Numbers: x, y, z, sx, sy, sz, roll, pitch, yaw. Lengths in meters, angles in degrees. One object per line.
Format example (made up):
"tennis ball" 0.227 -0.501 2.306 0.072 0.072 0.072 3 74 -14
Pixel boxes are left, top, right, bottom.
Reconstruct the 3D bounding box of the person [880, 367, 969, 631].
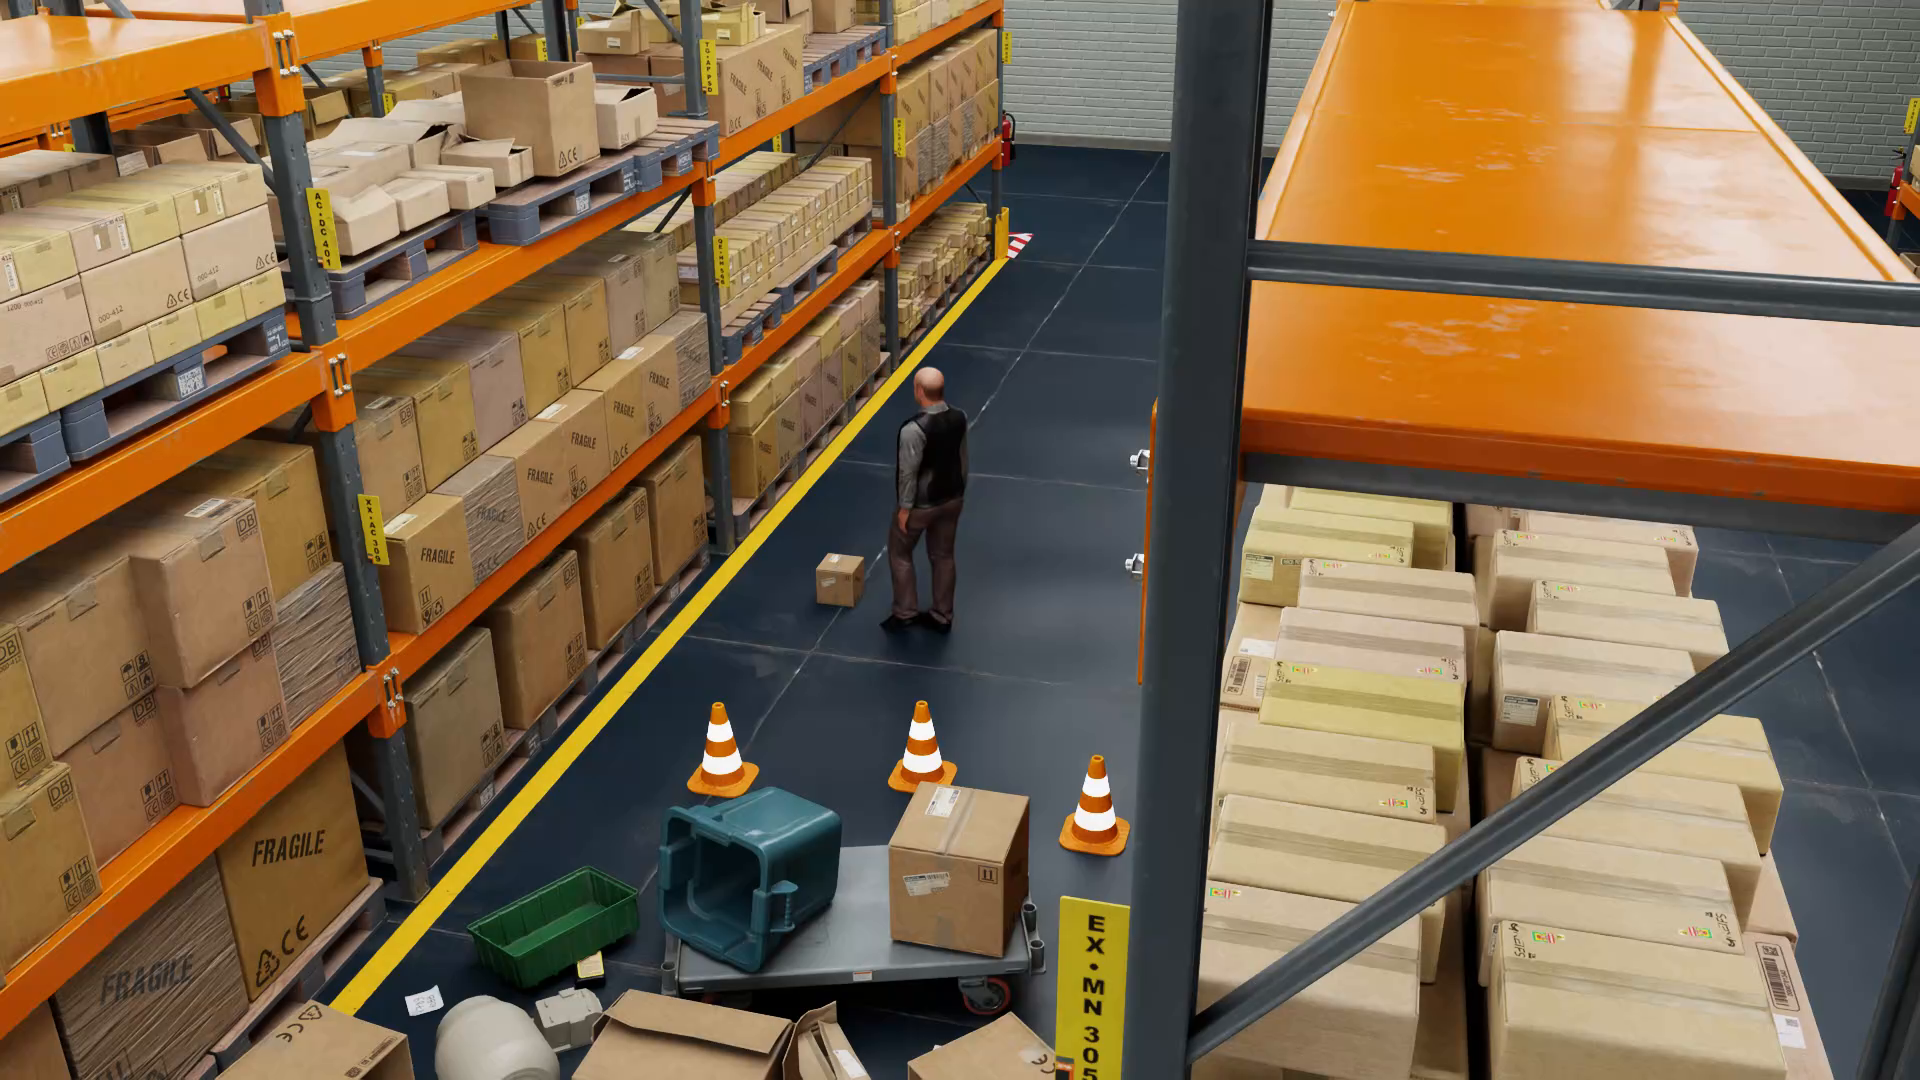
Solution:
"person" -0.208 -0.224 10.268 0.562 1.781 0.447 -19 31 -35
